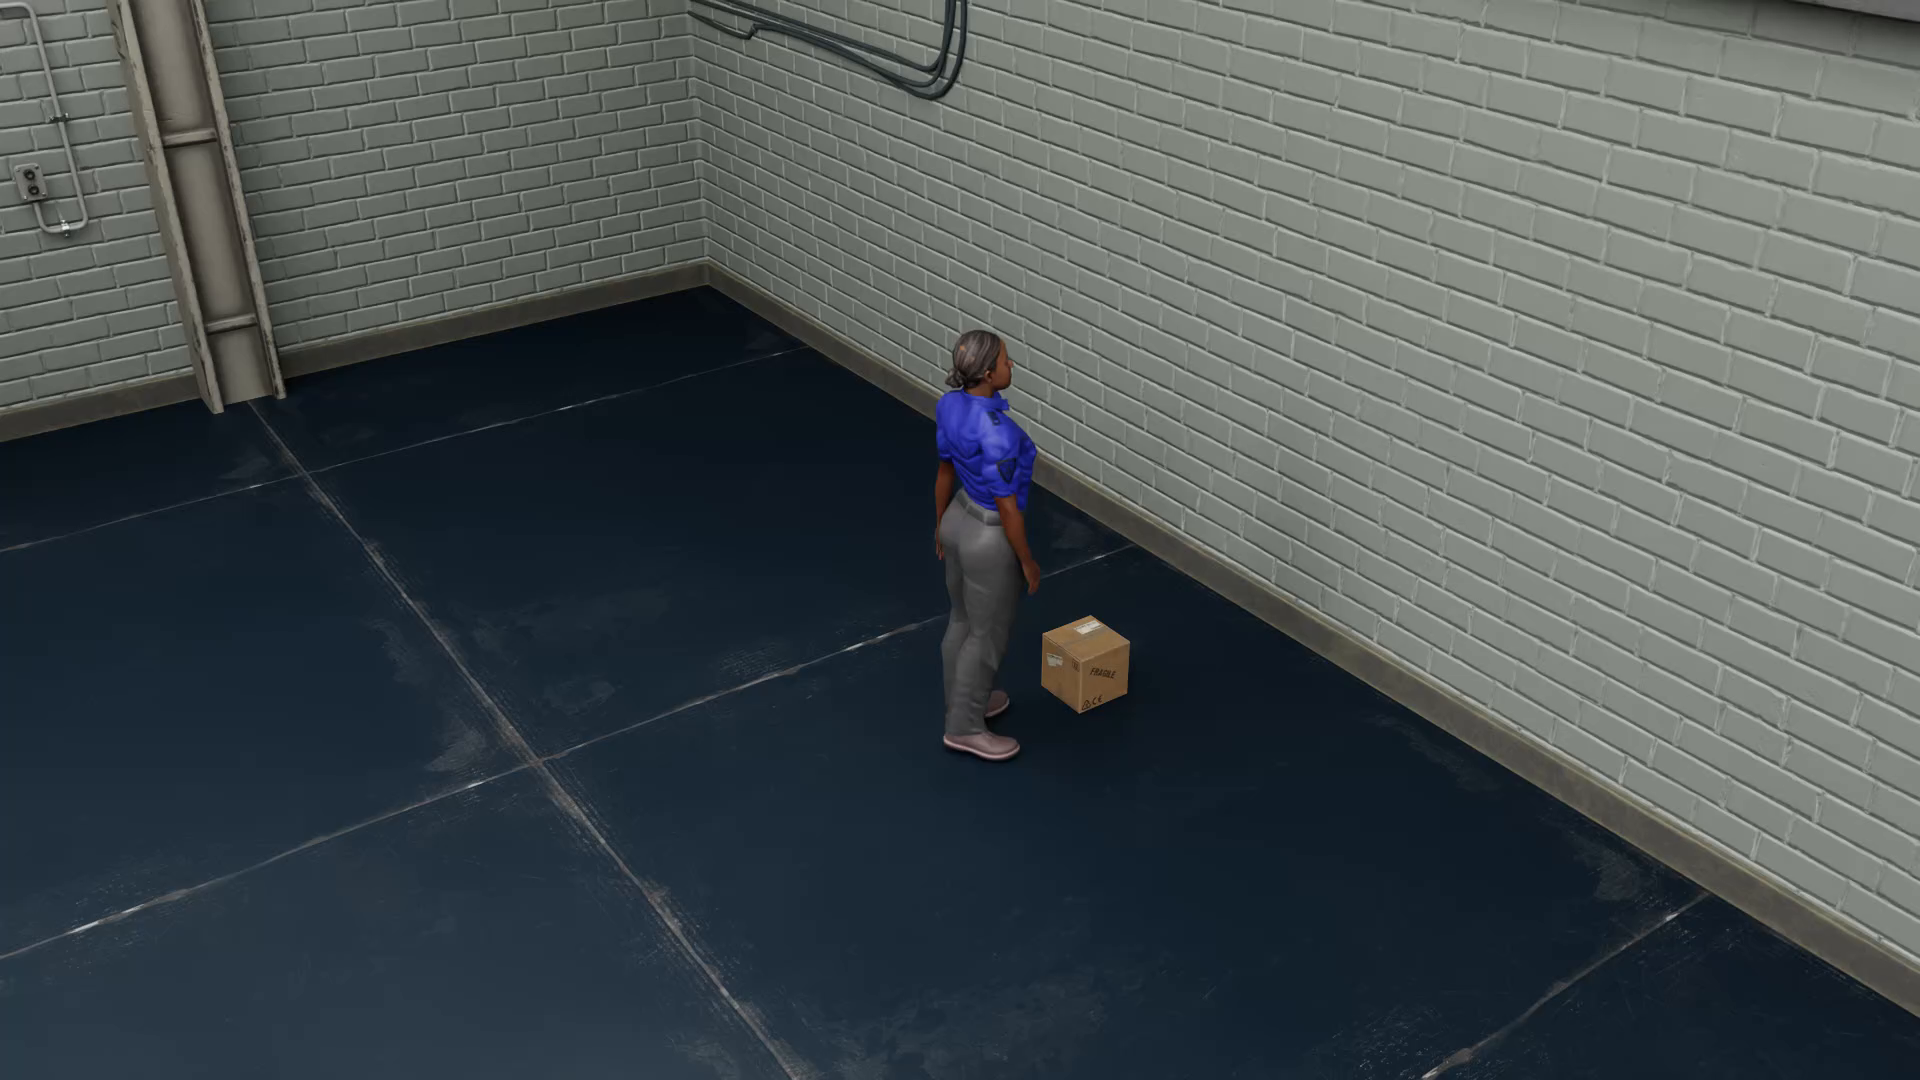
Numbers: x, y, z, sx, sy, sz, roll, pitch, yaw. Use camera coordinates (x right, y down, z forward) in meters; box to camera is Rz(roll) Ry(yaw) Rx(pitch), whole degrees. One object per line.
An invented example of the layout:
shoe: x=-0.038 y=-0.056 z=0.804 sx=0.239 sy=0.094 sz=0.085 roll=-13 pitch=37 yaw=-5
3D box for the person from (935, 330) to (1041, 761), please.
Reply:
person: x=0.088 y=0.065 z=6.086 sx=0.370 sy=1.554 sz=0.449 roll=-14 pitch=32 yaw=-24
